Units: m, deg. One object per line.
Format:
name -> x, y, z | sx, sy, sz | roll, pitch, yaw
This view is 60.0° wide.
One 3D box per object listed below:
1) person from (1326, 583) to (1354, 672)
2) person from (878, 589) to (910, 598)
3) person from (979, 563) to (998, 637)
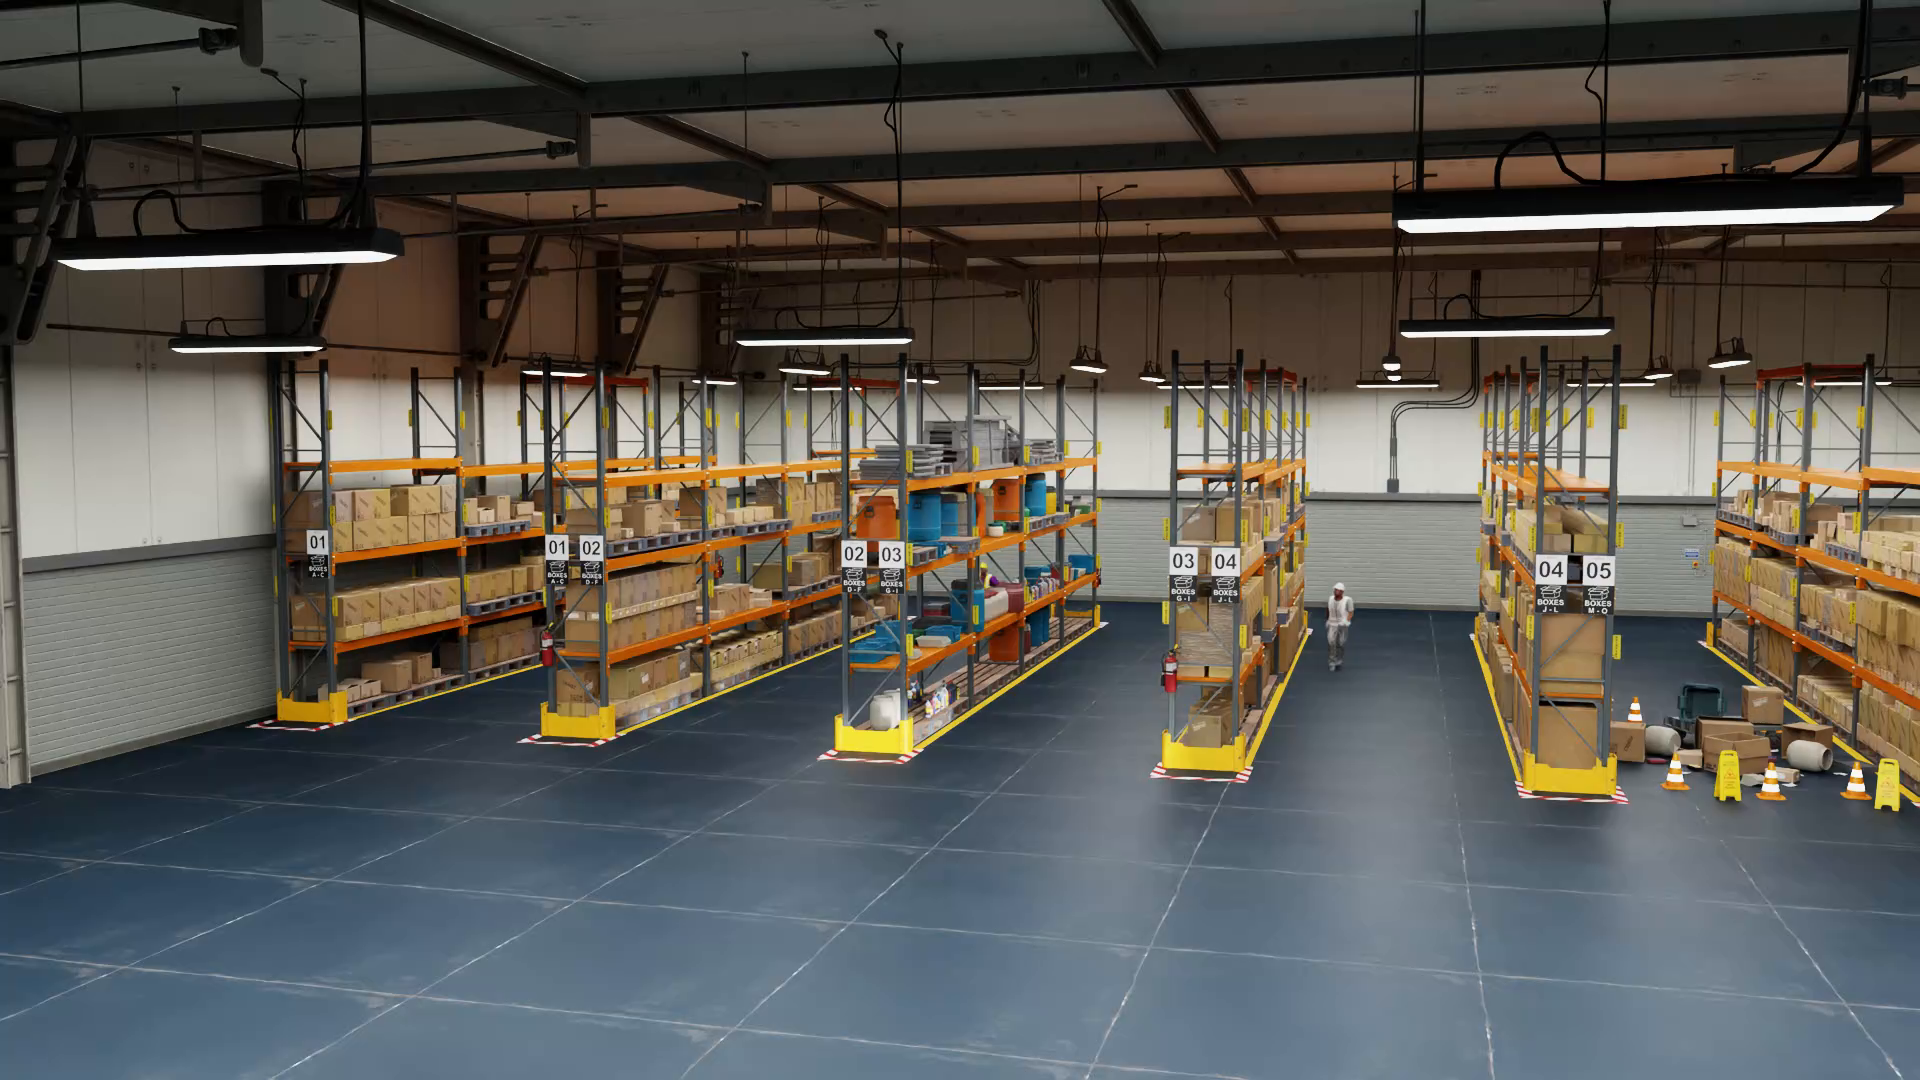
person -> 7.648, 1.759, 33.490 | 0.540, 1.808, 0.885 | 1, 4, 14
person -> -1.838, 0.770, 46.506 | 0.845, 1.749, 0.649 | 1, 4, 15
person -> 0.552, 1.412, 37.767 | 0.713, 1.809, 0.847 | 1, 4, 20
